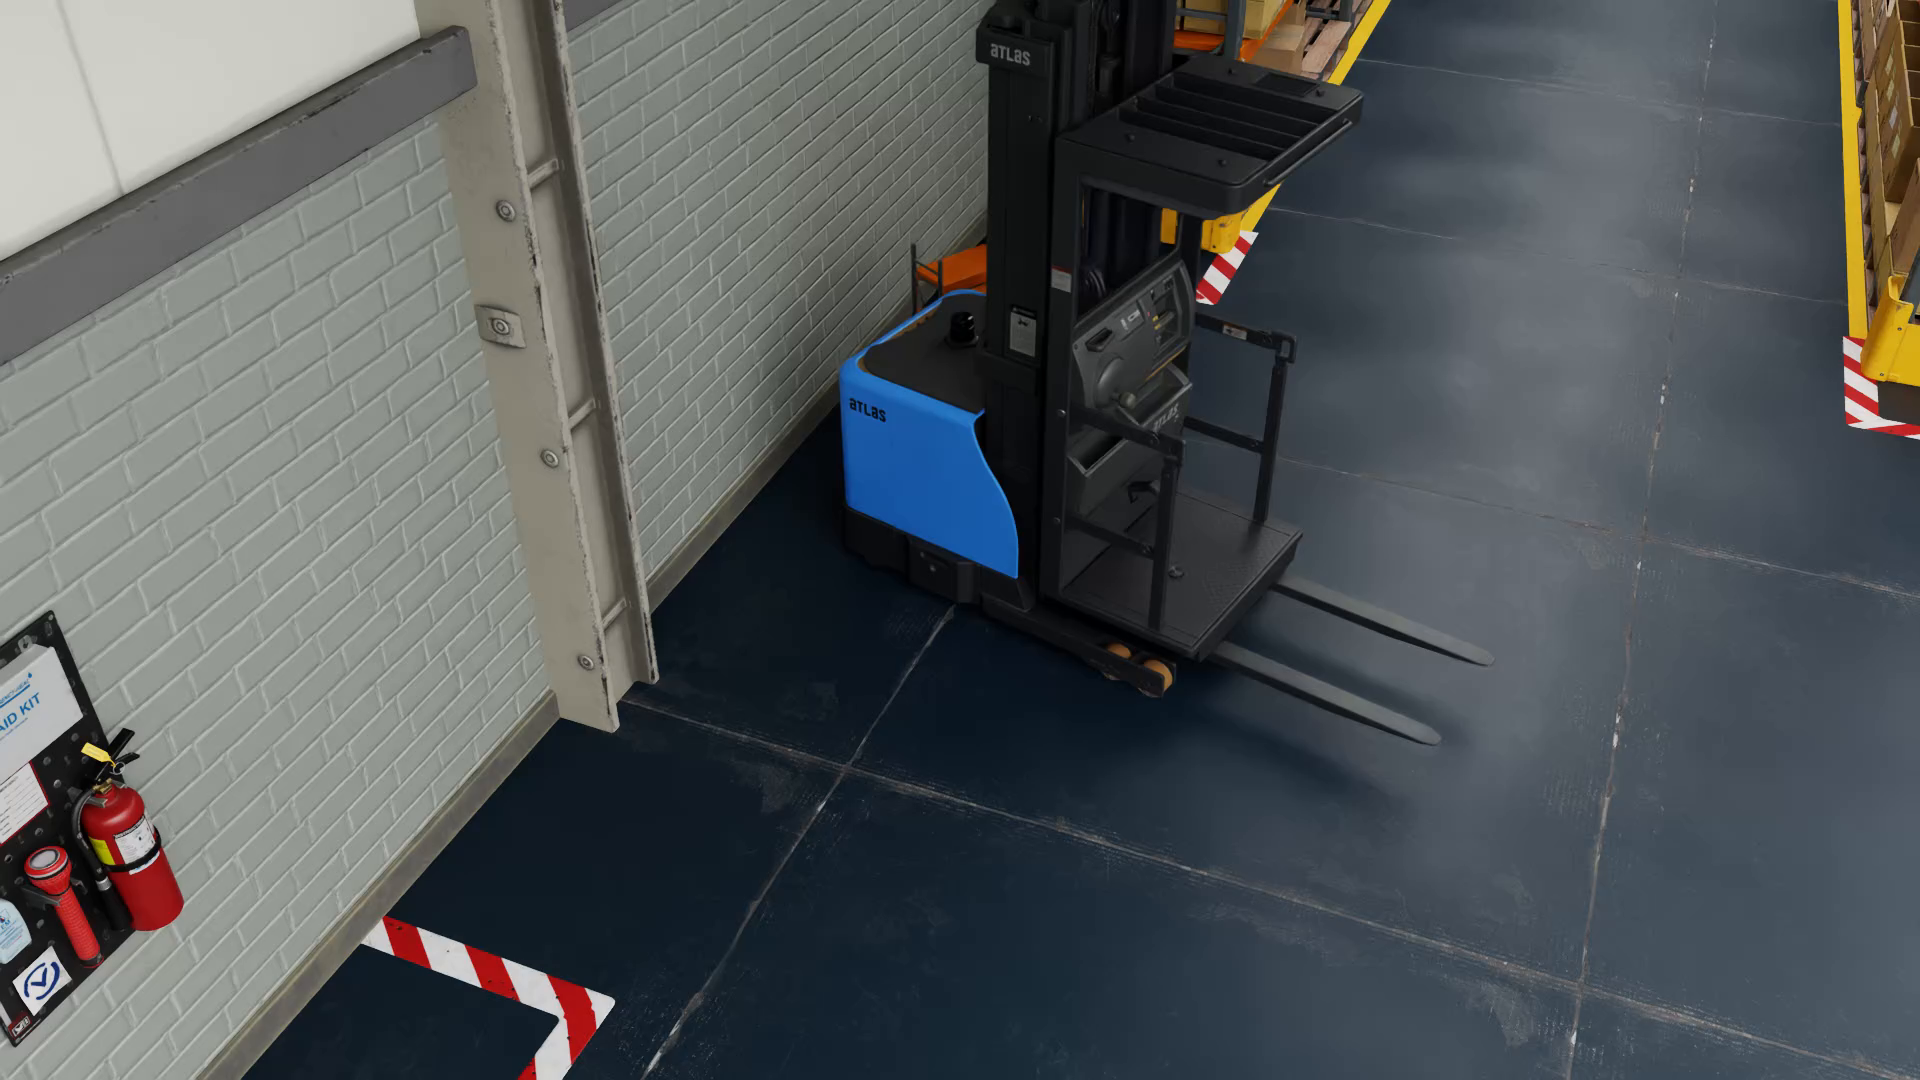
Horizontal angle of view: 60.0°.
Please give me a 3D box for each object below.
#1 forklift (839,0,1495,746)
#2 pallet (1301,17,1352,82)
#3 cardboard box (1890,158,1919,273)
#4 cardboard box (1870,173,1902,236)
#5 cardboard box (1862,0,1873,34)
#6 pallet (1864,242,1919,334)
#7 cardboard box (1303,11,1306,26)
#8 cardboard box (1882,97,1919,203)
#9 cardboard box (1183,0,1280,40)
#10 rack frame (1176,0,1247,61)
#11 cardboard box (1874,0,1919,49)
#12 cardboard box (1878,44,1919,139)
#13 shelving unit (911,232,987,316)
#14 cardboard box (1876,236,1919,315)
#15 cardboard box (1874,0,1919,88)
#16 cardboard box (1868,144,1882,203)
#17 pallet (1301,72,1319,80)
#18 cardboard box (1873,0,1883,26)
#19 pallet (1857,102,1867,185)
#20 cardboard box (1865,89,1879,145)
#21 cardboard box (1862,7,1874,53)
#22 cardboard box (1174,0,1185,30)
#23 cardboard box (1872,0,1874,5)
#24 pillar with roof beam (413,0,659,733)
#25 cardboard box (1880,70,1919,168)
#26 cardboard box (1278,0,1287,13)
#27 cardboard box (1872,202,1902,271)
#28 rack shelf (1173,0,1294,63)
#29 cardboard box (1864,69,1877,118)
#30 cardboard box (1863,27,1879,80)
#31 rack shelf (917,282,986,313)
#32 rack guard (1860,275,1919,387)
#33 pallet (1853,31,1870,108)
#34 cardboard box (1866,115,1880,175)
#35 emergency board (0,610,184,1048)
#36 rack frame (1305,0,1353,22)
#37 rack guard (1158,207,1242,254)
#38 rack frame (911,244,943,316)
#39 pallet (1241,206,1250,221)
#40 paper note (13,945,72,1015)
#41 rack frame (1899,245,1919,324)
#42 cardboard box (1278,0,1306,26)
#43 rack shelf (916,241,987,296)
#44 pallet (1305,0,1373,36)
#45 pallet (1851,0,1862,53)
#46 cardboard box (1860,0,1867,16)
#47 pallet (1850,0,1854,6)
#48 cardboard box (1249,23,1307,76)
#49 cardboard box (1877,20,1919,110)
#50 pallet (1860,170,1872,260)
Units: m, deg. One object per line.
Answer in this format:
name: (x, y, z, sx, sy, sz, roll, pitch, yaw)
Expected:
forklift: (0.920, -0.837, 7.024, 3.031, 2.935, 1.130, 23, 43, 28)
pallet: (2.542, -3.962, 13.476, 1.003, 0.211, 1.213, 14, 39, 18)
cardboard box: (5.754, -1.850, 9.641, 0.500, 0.500, 0.500, 14, 39, 18)
cardboard box: (6.124, -2.106, 10.610, 0.500, 0.250, 0.500, 14, 39, 18)
cardboard box: (7.625, -4.258, 13.489, 0.500, 0.250, 0.500, 15, 39, 19)
pallet: (6.077, -1.434, 10.094, 1.003, 0.211, 1.213, 14, 39, 18)
cardboard box: (2.589, -4.198, 13.461, 0.380, 0.166, 0.250, 9, 38, 12)
cardboard box: (6.121, -2.407, 10.386, 0.500, 0.500, 0.500, 14, 39, 18)
cardboard box: (1.722, -3.390, 10.491, 0.500, 0.250, 0.500, 13, 39, 16)
rack frame: (1.243, -3.245, 10.187, 1.000, 3.000, 0.127, 14, 39, 18)
cardboard box: (7.236, -3.914, 12.560, 0.500, 0.311, 0.500, 14, 39, 18)
cardboard box: (6.501, -2.961, 11.127, 0.500, 0.500, 0.500, 14, 39, 18)
shelving unit: (0.027, -1.037, 8.736, 0.503, 1.200, 0.258, -25, 43, -30)
cardboard box: (5.756, -1.549, 9.865, 0.500, 0.250, 0.500, 14, 39, 18)
cardboard box: (6.881, -3.515, 11.868, 0.500, 0.500, 0.500, 14, 39, 18)
cardboard box: (6.316, -2.383, 10.980, 0.500, 0.250, 0.500, 14, 39, 18)
pallet: (2.079, -3.285, 12.570, 1.003, 0.211, 1.213, 14, 39, 18)
cardboard box: (7.428, -4.203, 12.947, 0.500, 0.311, 0.500, 15, 39, 19)
pallet: (7.006, -2.785, 11.901, 1.003, 0.211, 1.213, 14, 39, 18)
cardboard box: (6.695, -2.936, 11.721, 0.500, 0.250, 0.500, 14, 39, 18)
cardboard box: (7.431, -3.975, 13.110, 0.500, 0.250, 0.500, 13, 39, 17)
cardboard box: (1.241, -3.496, 10.631, 0.500, 0.250, 0.500, 14, 39, 18)
cardboard box: (7.620, -4.479, 13.316, 0.500, 0.311, 0.500, 14, 39, 18)
pillar with roof beam: (2.407, -1.930, 3.417, 9.100, 9.000, 0.400, 14, 39, 18)
cardboard box: (6.312, -2.684, 10.756, 0.500, 0.500, 0.500, 14, 39, 18)
cardboard box: (1.906, -3.681, 10.880, 0.500, 0.250, 0.500, 13, 39, 16)
cardboard box: (5.935, -1.829, 10.239, 0.500, 0.250, 0.500, 14, 39, 18)
rack shelf: (2.004, -4.064, 11.884, 1.077, 0.370, 4.000, 14, 39, 18)
cardboard box: (6.890, -3.212, 12.089, 0.500, 0.250, 0.500, 14, 39, 18)
cardboard box: (7.237, -3.695, 12.736, 0.500, 0.250, 0.500, 13, 39, 17)
rack shelf: (0.026, -1.163, 8.643, 0.480, 0.148, 0.258, -25, 43, -30)
rack guard: (5.816, -1.104, 9.411, 1.175, 0.500, 0.348, 14, 39, 18)
pallet: (7.591, -3.633, 13.035, 1.003, 0.211, 1.213, 14, 39, 18)
cardboard box: (6.500, -2.661, 11.352, 0.500, 0.250, 0.500, 14, 39, 18)
emergency board: (-2.549, 0.852, 4.706, 0.194, 1.169, 0.643, 14, 39, 18)
rack frame: (2.765, -5.459, 13.150, 1.000, 3.000, 0.127, 14, 39, 18)
rack guard: (1.272, -2.285, 10.992, 1.175, 0.500, 0.348, 14, 39, 18)
rack frame: (-0.165, -0.947, 8.615, 0.015, 1.200, 0.240, -25, 43, -30)
pallet: (1.613, -2.612, 11.669, 1.003, 0.211, 1.213, 14, 39, 18)
paper note: (-2.681, 1.287, 4.859, 0.016, 0.148, 0.142, 14, 39, 18)
rack frame: (5.825, -2.118, 8.680, 1.000, 3.000, 0.127, 14, 39, 18)
cardboard box: (2.407, -4.050, 12.986, 0.500, 0.500, 0.500, 11, 38, 14)
rack shelf: (0.026, -1.352, 8.502, 0.480, 0.148, 0.258, -25, 43, -30)
pallet: (3.060, -4.774, 14.562, 1.003, 0.211, 1.213, 14, 39, 18)
pallet: (8.054, -4.311, 13.942, 1.003, 0.211, 1.213, 14, 39, 18)
cardboard box: (7.820, -4.540, 13.866, 0.500, 0.250, 0.500, 15, 39, 19)
pallet: (8.520, -4.984, 14.843, 1.003, 0.211, 1.213, 14, 39, 18)
cardboard box: (2.131, -3.493, 12.239, 0.700, 0.500, 0.500, 11, 38, 15)
cardboard box: (6.698, -3.236, 11.495, 0.500, 0.500, 0.500, 14, 39, 18)
pallet: (6.543, -2.107, 10.995, 1.003, 0.211, 1.213, 14, 39, 18)
